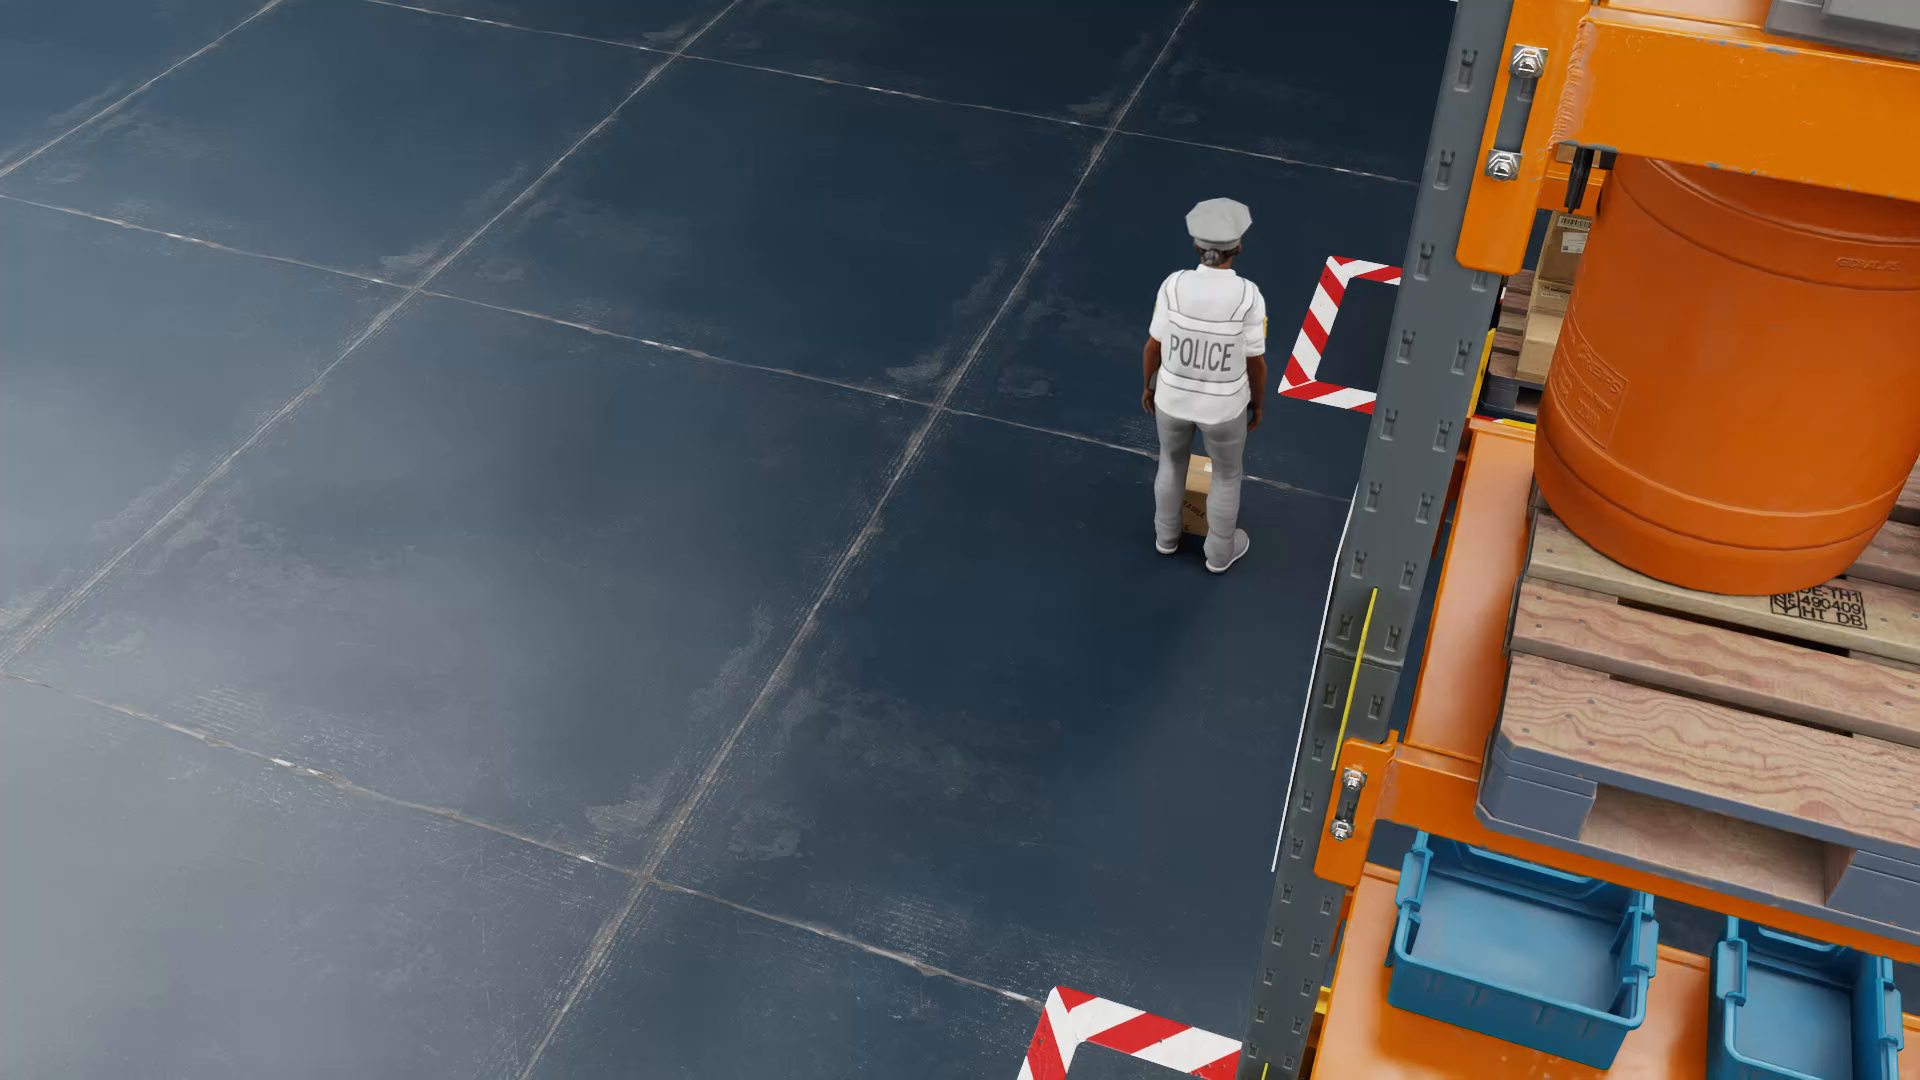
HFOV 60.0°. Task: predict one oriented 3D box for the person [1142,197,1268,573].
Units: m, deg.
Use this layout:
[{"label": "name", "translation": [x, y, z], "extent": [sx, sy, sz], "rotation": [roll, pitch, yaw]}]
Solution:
[{"label": "person", "translation": [1.003, -0.584, 6.814], "extent": [0.521, 1.659, 0.417], "rotation": [13, 43, 14]}]
